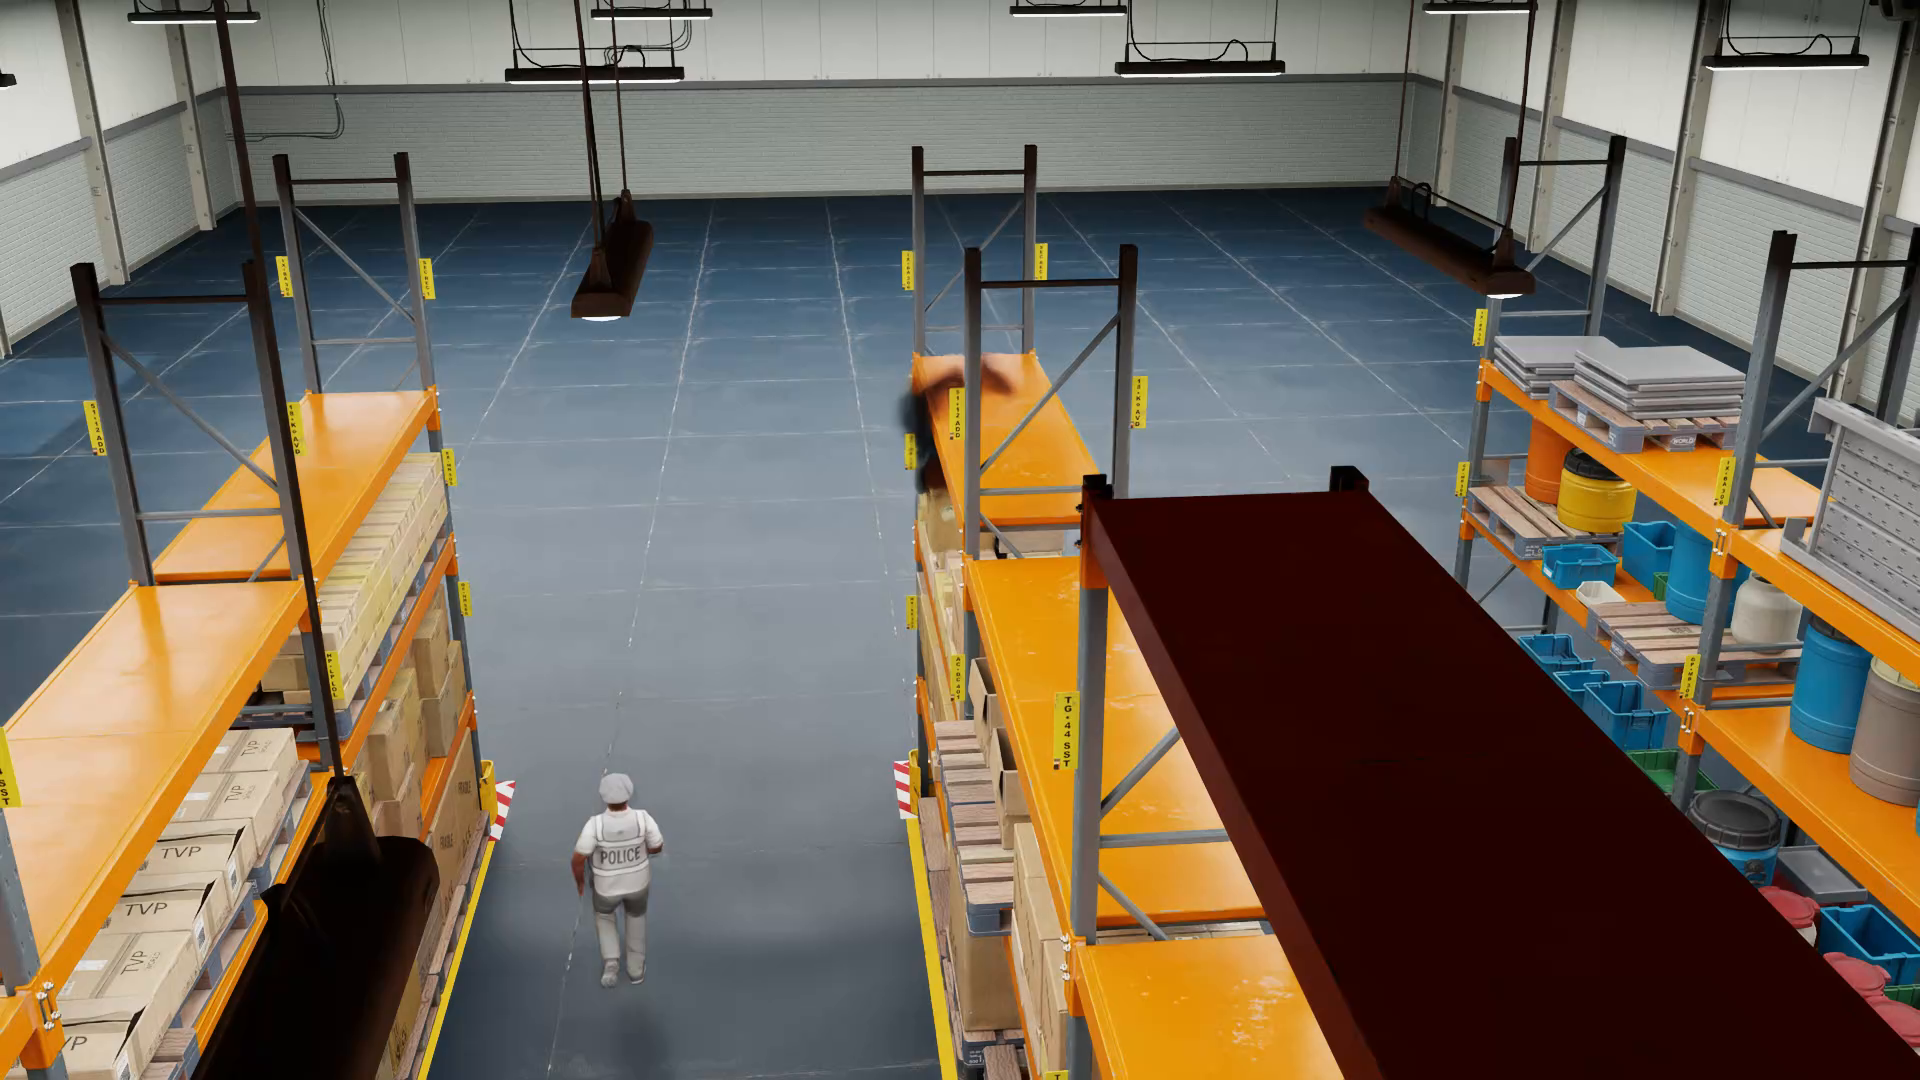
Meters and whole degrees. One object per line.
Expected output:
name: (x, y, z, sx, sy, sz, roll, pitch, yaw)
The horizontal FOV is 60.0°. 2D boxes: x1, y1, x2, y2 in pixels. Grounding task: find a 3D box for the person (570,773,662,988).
person: (-2.542, 2.481, 12.348, 0.674, 1.748, 0.581, -6, 22, -15)
